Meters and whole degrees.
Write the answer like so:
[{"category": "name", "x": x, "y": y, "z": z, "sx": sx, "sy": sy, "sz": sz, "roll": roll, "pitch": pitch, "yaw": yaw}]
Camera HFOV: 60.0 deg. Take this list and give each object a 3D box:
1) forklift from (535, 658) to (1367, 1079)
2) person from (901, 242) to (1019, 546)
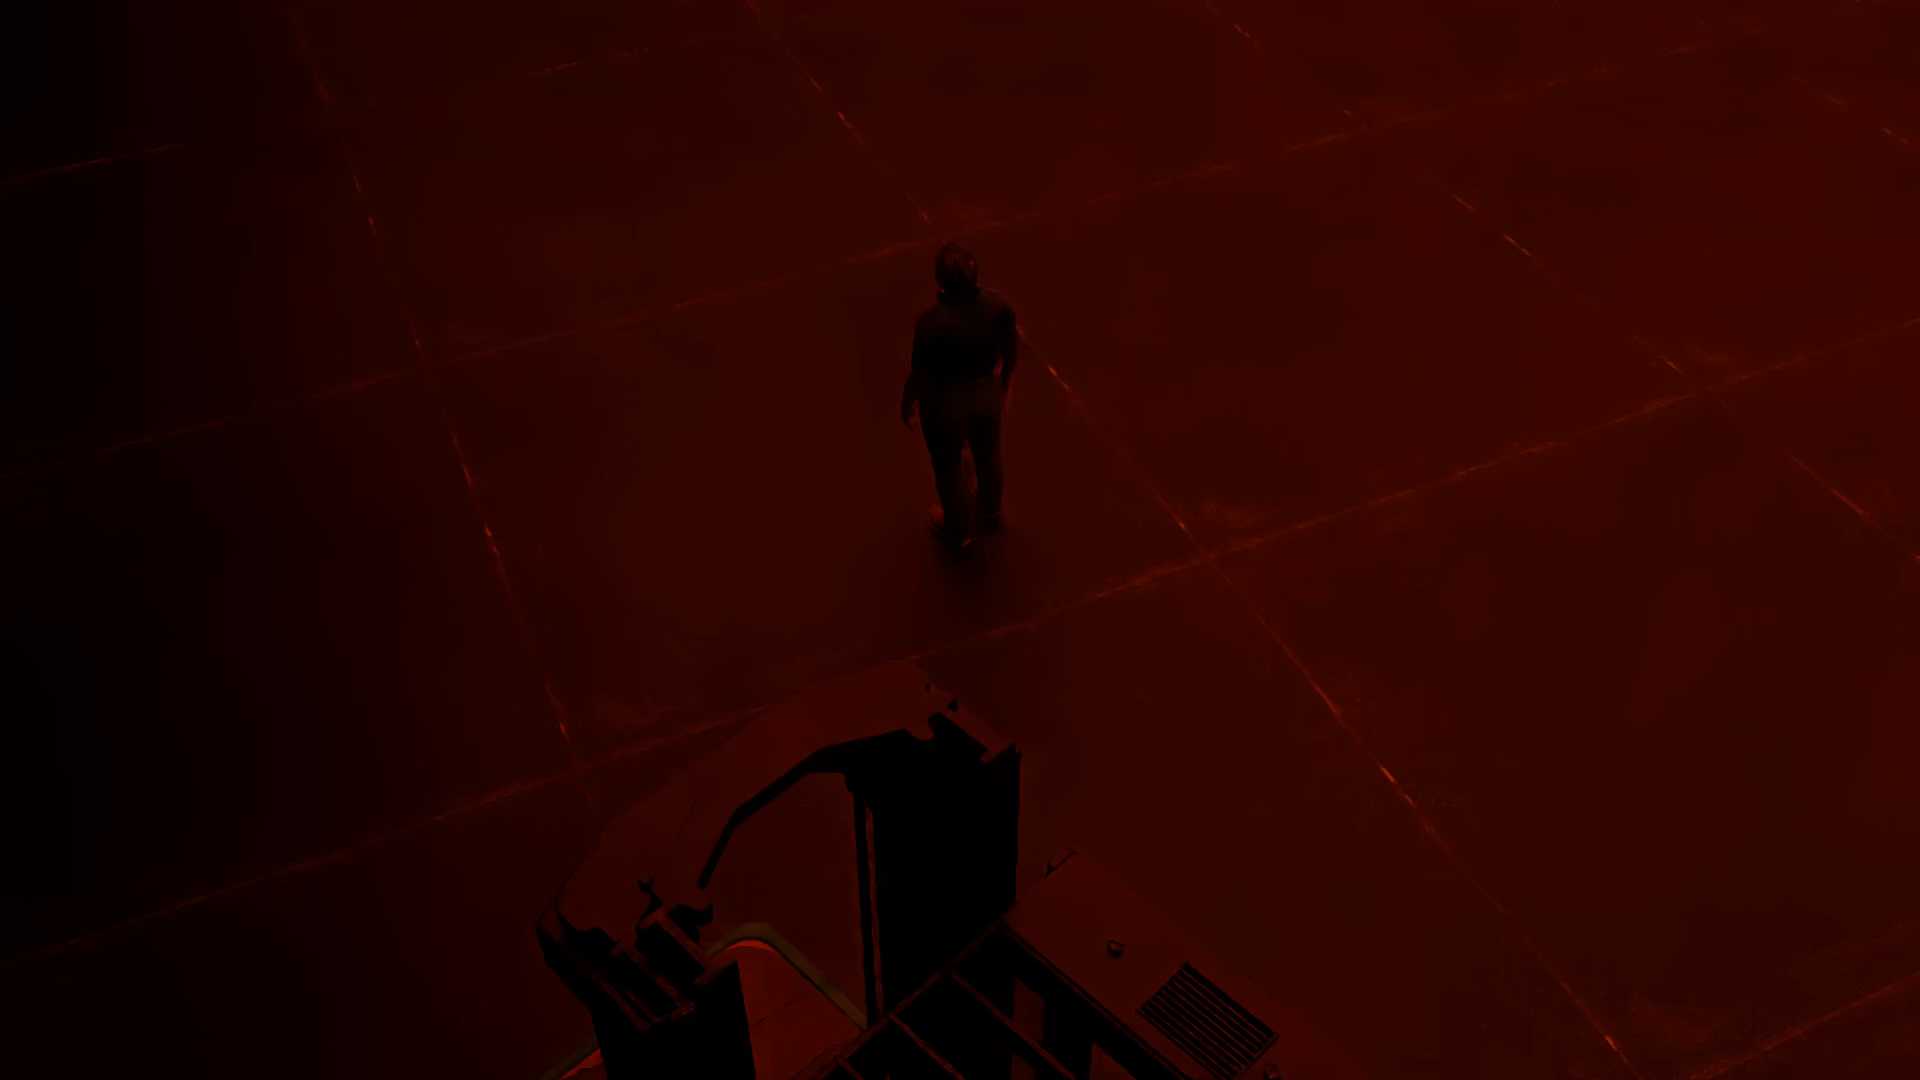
[{"category": "forklift", "x": 0.072, "y": 1.791, "z": 3.761, "sx": 1.130, "sy": 2.935, "sz": 3.031, "roll": -34, "pitch": 53, "yaw": -31}, {"category": "person", "x": -0.019, "y": -0.661, "z": 7.332, "sx": 0.570, "sy": 1.629, "sz": 0.503, "roll": -18, "pitch": 46, "yaw": -18}]
